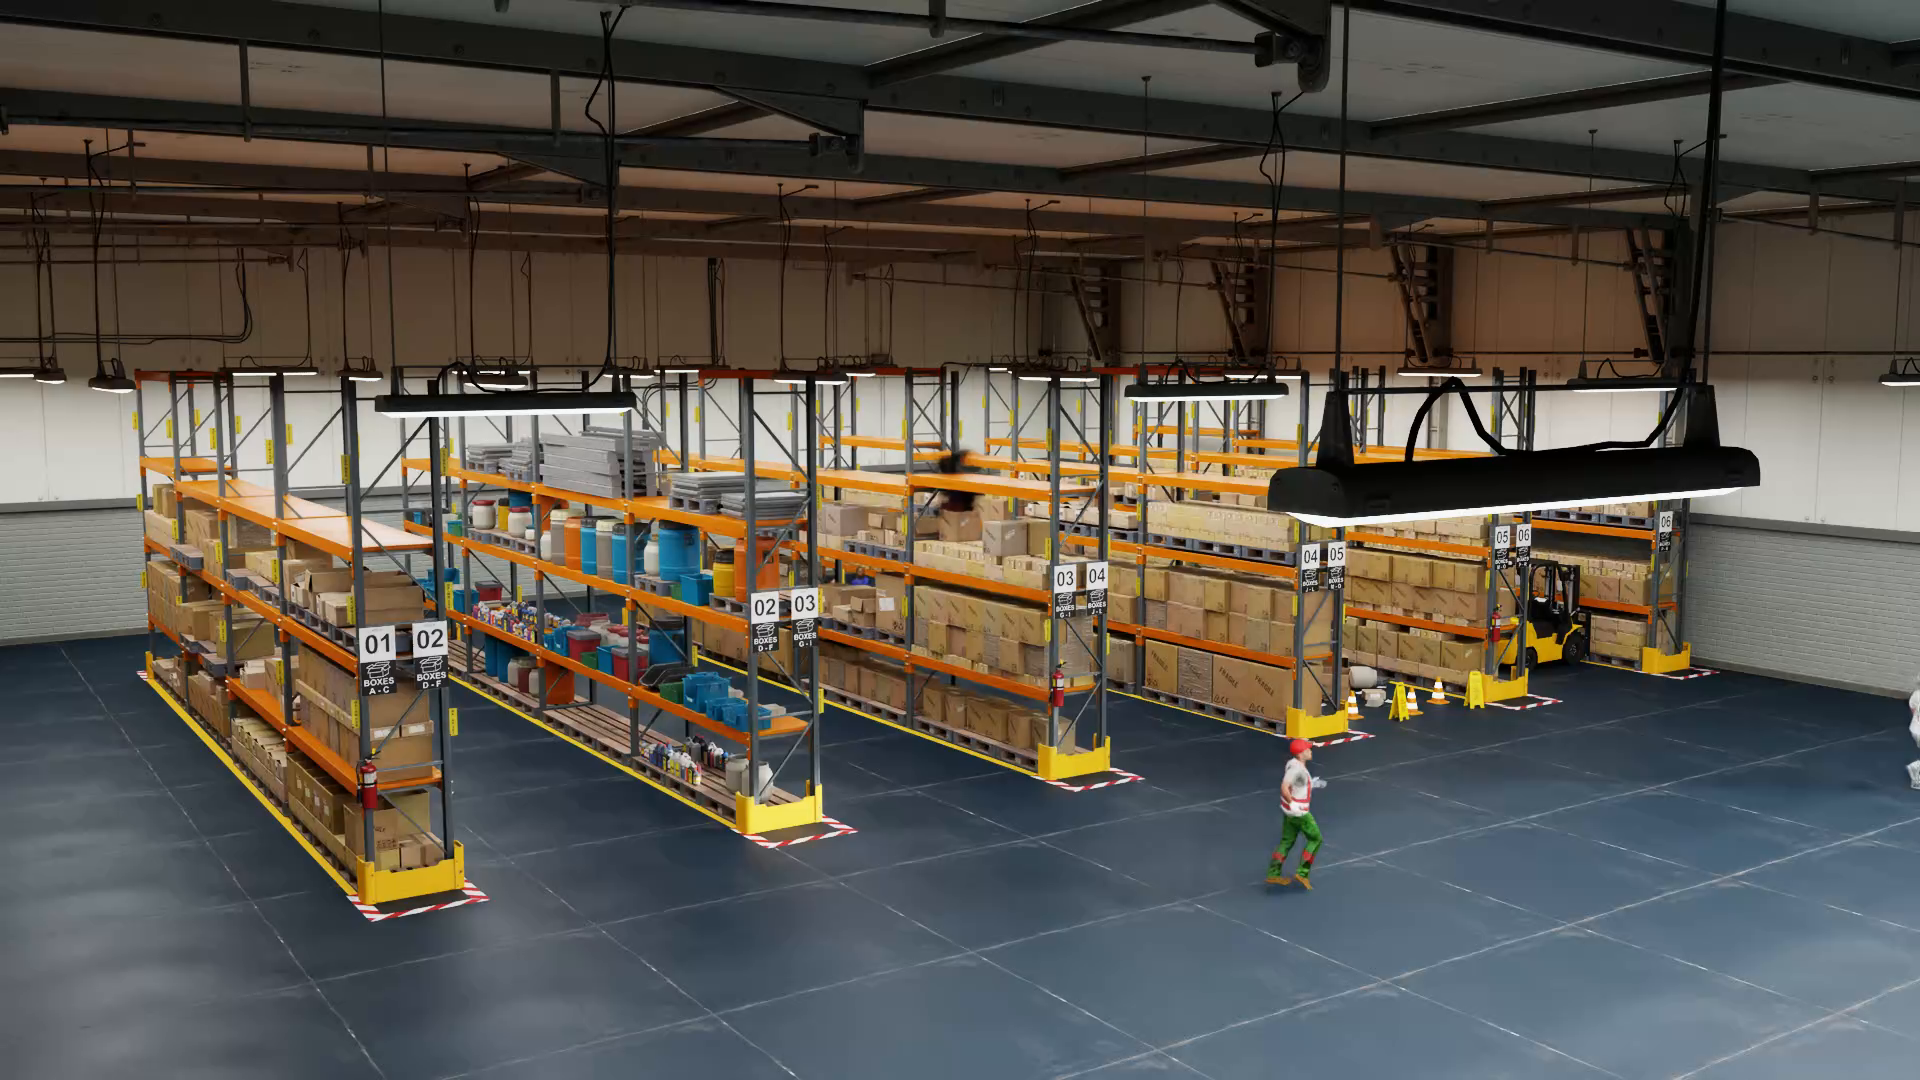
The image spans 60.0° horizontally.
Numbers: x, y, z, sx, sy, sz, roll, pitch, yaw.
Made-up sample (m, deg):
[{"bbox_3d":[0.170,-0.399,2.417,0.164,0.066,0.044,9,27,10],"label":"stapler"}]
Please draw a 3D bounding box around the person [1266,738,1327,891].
[{"bbox_3d":[3.995,3.245,19.671,0.746,1.832,0.616,-1,6,-6],"label":"person"}]

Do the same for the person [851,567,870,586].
[{"bbox_3d":[-2.147,1.404,36.565,0.581,1.651,0.656,-3,7,-28],"label":"person"}]

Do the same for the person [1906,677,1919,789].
[{"bbox_3d":[13.973,2.771,24.023,0.598,1.746,0.672,1,6,7],"label":"person"}]

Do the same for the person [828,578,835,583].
[{"bbox_3d":[-2.697,1.620,34.530,0.543,1.708,1.020,-4,7,-31],"label":"person"}]
